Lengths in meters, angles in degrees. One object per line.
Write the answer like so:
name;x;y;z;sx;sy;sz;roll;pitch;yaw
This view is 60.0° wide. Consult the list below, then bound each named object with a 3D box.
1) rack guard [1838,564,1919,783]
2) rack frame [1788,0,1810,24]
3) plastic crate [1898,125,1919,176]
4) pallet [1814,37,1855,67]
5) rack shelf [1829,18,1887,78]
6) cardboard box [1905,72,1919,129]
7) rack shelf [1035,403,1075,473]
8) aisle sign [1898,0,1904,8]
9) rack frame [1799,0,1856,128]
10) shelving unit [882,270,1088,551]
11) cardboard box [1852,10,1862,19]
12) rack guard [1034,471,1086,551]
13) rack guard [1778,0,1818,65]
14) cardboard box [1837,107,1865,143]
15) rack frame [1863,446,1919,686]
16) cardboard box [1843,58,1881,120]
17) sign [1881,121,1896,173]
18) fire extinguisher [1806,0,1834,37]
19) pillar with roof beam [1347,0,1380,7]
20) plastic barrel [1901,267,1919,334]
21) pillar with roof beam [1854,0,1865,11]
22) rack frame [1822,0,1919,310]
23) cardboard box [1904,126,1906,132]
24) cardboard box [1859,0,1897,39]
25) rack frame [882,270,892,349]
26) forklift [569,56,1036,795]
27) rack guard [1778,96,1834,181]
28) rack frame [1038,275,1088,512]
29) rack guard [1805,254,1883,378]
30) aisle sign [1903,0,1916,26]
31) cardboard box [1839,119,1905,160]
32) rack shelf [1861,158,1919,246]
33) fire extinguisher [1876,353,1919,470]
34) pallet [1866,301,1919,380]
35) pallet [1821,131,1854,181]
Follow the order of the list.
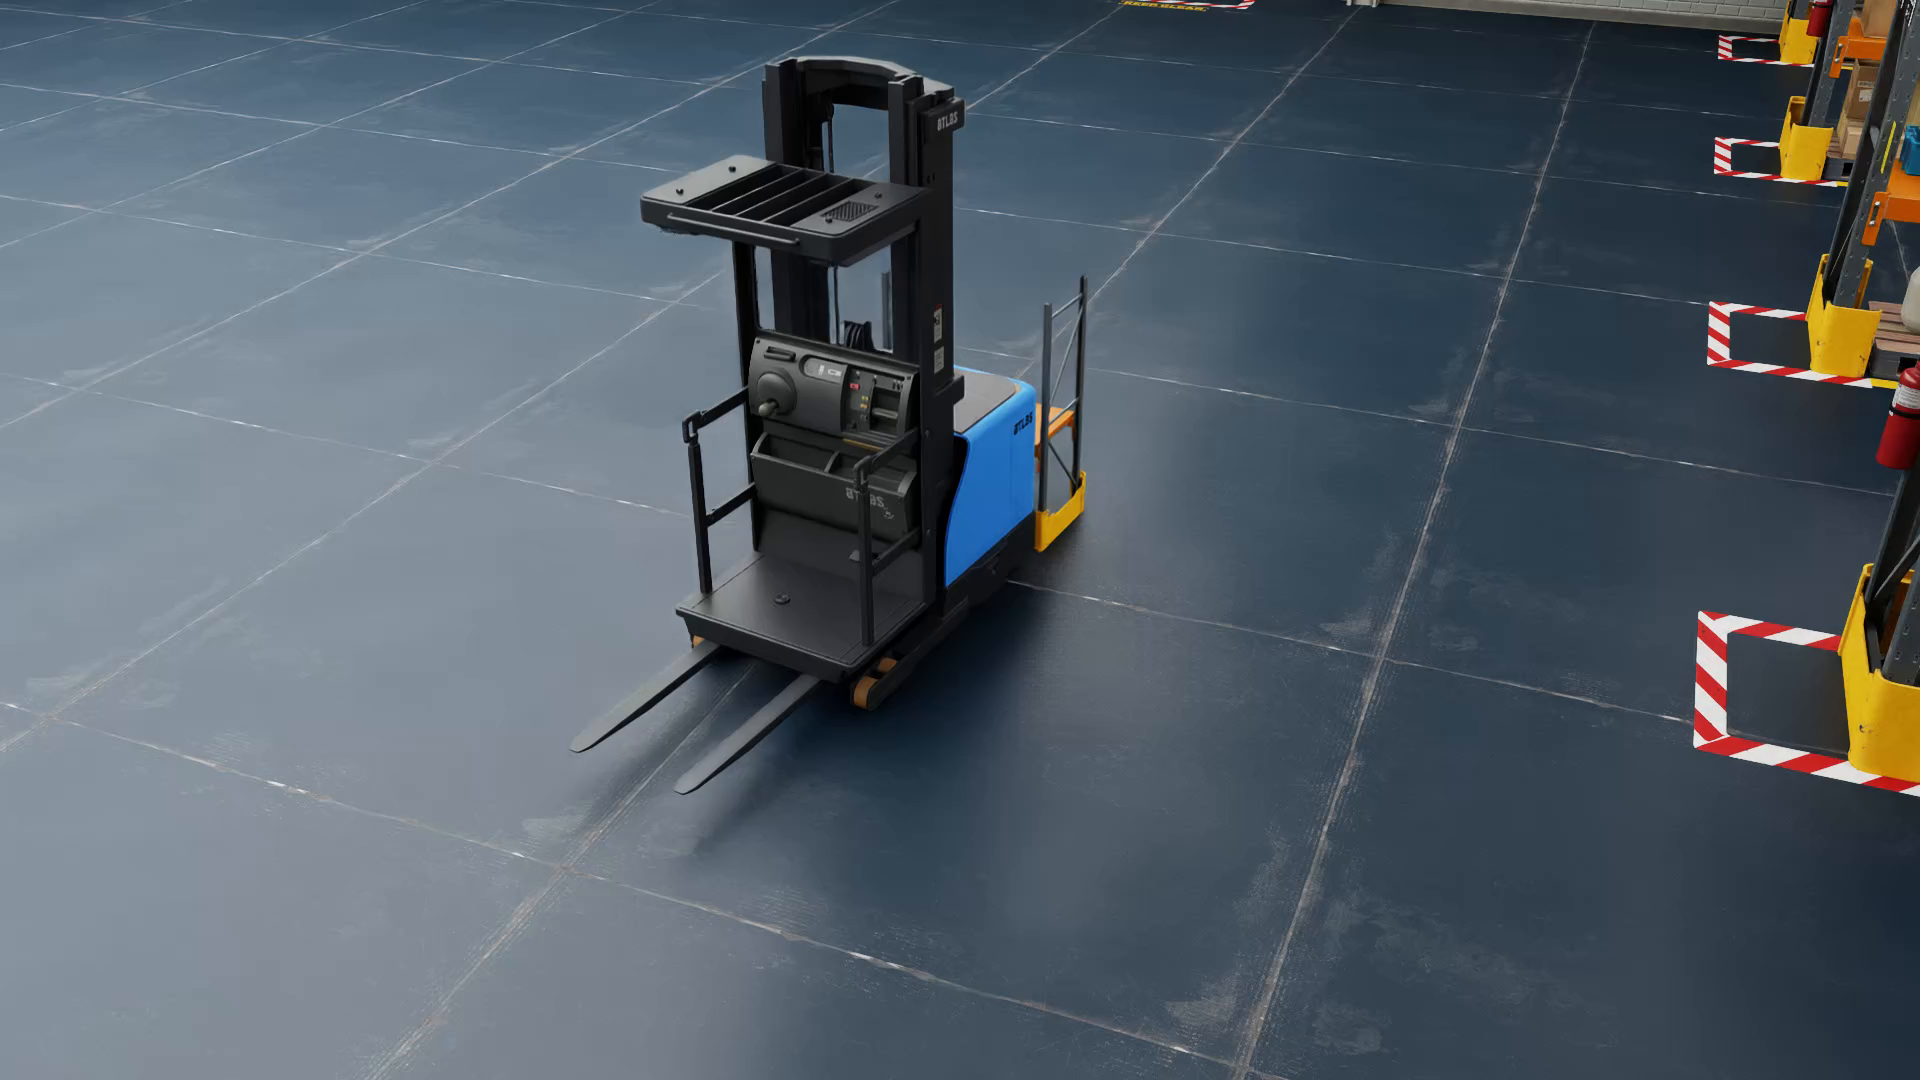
rack guard;4.574;0.628;8.131;0.348;0.500;1.175;11;31;19
rack frame;10.091;-7.250;19.529;0.127;3.000;1.000;11;31;19
plastic crate;6.942;-2.712;11.651;0.616;0.251;0.499;11;31;19
pallet;10.901;-5.856;19.895;1.213;0.211;1.003;11;31;19
rack shelf;10.085;-4.308;15.054;4.000;0.370;1.077;11;31;19
cardboard box;9.109;-4.011;15.403;0.500;0.500;0.500;11;31;19
rack shelf;0.138;-0.687;9.807;1.000;0.185;0.538;15;33;25
aisle sign;6.411;-4.013;11.160;0.004;0.787;0.394;11;31;19
rack frame;8.232;-4.991;15.531;0.127;3.000;1.000;11;31;19
shelving unit;0.146;-0.842;9.715;1.083;1.500;0.587;15;33;25
cardboard box;10.698;-6.102;19.783;0.500;0.311;0.500;8;30;13
rack guard;0.583;-0.180;9.815;0.087;0.250;0.587;15;33;25
rack guard;10.161;-6.148;20.119;0.348;0.500;1.175;11;31;19
cardboard box;8.840;-4.012;16.167;0.500;0.250;0.500;11;31;19
rack frame;4.504;-0.475;7.541;0.127;3.000;1.000;11;31;19
cardboard box;8.841;-4.339;15.985;0.500;0.500;0.500;11;31;19
sign;6.155;-2.603;11.026;0.005;0.325;0.100;11;31;19
fire extinguisher;8.297;-5.191;15.964;0.183;0.674;0.296;11;31;19
pillar with roof beam;3.886;-9.274;17.012;0.400;9.000;9.100;11;31;19
plastic barrel;7.005;-1.746;11.892;0.421;0.512;0.421;0;29;0
pillar with roof beam;9.446;-8.164;15.048;0.400;9.000;9.100;11;31;19
rack frame;6.366;-2.733;11.537;0.127;3.000;1.000;11;31;19
cardboard box;9.110;-3.685;15.589;0.500;0.250;0.500;11;31;19
cardboard box;8.660;-4.942;15.344;0.500;0.500;0.700;11;31;19
rack frame;-0.309;-0.964;9.931;0.032;1.500;0.500;15;33;25
forklift;-0.743;-0.689;7.990;1.130;2.935;3.031;16;33;26
rack guard;8.210;-3.907;16.154;0.348;0.500;1.175;11;31;19
rack frame;0.584;-0.724;9.507;0.032;1.500;0.500;15;33;25
rack guard;6.454;-1.652;12.165;0.348;0.500;1.175;11;31;19
aisle sign;6.189;-3.744;10.684;0.004;0.787;0.394;11;31;19
cardboard box;8.645;-3.776;15.750;0.500;0.250;0.500;11;31;19
rack shelf;8.219;-2.050;11.059;4.000;0.370;1.077;11;31;19
fire extinguisher;4.571;-0.672;7.969;0.183;0.674;0.296;11;31;19
pallet;7.205;-1.374;11.966;1.213;0.211;1.003;11;31;19
pallet;8.956;-3.654;16.001;1.213;0.211;1.003;11;31;19
